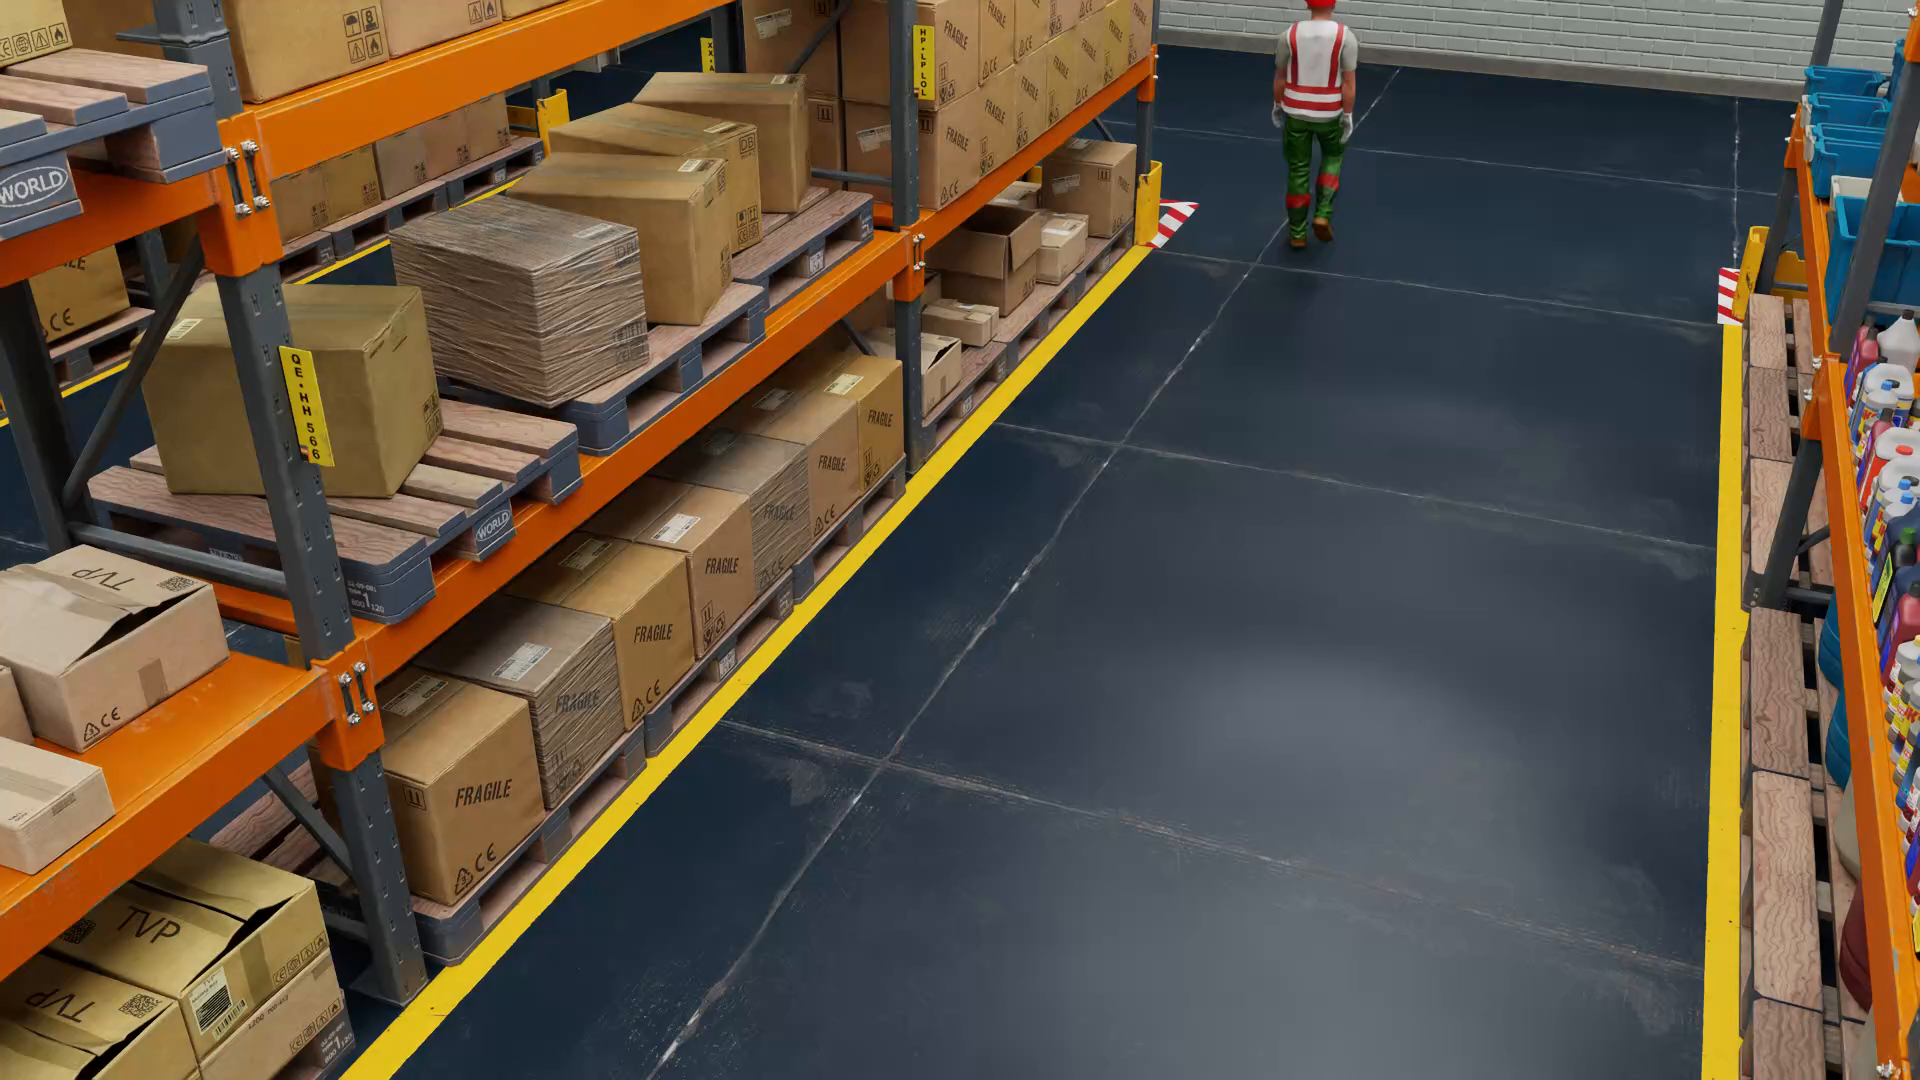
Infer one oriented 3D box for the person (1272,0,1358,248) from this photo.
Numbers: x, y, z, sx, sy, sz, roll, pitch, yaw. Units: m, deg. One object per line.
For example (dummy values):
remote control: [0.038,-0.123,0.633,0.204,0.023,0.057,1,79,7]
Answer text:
person: [2.368,-2.867,11.165,0.554,1.807,0.472,7,30,12]
